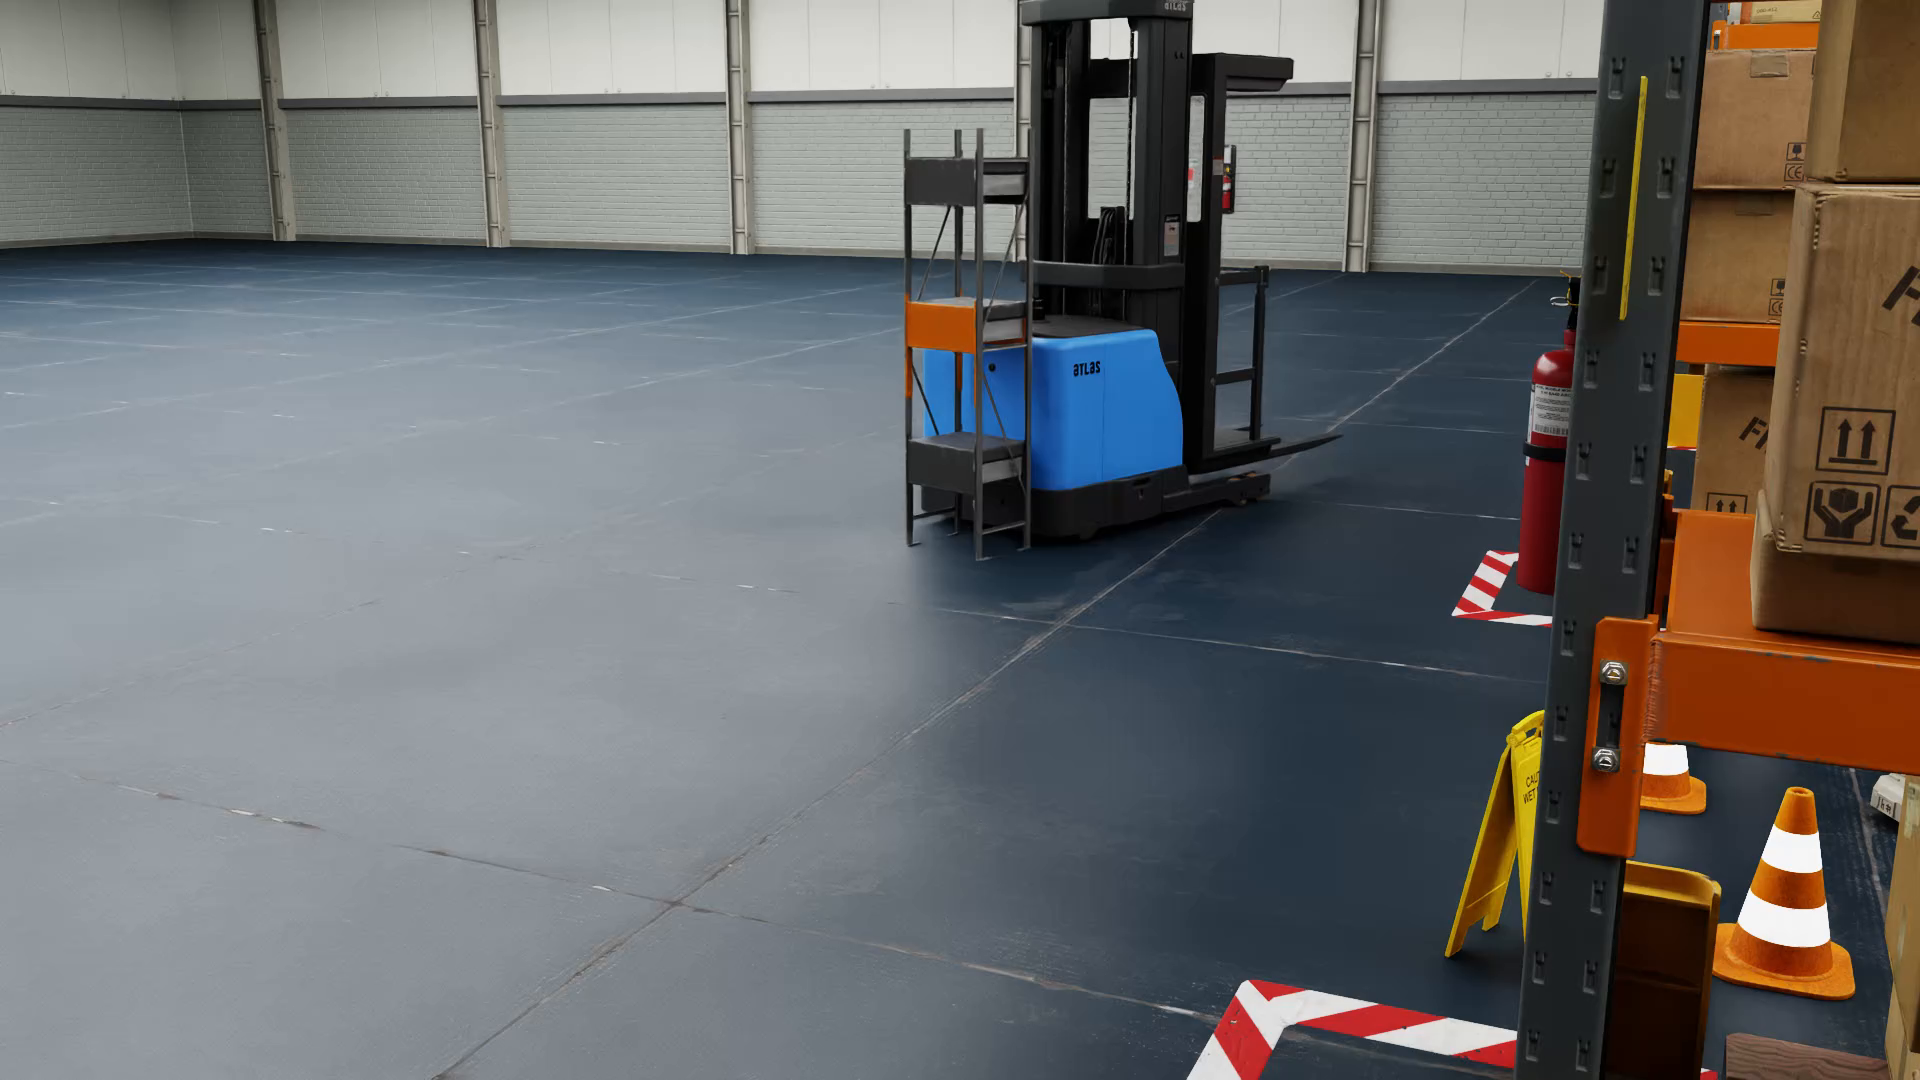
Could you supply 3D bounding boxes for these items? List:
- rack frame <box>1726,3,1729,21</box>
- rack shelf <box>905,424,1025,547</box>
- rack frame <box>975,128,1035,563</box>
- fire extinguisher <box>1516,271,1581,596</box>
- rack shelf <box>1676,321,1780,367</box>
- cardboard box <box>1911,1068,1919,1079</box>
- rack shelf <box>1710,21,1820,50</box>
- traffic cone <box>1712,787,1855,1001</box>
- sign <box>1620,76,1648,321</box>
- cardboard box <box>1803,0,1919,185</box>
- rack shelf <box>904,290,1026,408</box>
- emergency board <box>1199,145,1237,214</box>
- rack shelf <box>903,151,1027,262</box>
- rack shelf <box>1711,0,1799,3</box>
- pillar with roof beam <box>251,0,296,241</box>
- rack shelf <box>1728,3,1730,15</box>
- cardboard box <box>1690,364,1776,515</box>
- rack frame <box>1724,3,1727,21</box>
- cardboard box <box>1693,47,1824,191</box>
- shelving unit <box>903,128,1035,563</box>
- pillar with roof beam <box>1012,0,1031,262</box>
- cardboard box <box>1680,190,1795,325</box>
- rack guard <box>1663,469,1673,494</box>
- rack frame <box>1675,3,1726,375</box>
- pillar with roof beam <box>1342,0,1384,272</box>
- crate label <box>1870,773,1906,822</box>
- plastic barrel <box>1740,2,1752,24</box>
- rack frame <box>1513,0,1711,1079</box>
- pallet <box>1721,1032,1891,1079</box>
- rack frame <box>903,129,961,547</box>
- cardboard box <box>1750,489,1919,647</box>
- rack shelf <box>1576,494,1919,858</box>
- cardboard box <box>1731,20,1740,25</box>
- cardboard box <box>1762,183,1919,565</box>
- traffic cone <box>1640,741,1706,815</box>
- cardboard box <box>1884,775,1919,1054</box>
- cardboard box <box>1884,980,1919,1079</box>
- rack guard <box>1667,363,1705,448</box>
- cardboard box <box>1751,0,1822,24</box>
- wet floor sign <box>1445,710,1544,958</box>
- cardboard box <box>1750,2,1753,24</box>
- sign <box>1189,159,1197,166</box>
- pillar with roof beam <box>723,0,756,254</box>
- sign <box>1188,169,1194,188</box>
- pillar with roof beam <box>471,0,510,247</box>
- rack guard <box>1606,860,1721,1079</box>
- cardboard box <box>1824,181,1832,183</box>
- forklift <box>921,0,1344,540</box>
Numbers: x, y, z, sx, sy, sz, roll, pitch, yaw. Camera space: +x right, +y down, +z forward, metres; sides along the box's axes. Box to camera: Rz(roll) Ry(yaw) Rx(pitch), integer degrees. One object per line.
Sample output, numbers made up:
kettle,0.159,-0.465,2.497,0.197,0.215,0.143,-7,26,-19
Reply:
rack frame,9.180,-7.221,19.832,0.127,3.000,1.000,6,14,23
rack shelf,0.041,-0.287,8.504,0.480,0.518,0.431,12,18,42
rack frame,0.219,-0.944,8.179,0.015,2.100,0.400,12,18,42
fire extinguisher,1.233,-0.231,3.344,0.183,0.674,0.296,6,14,23
rack shelf,4.892,-0.670,6.619,4.000,0.370,1.077,6,14,23
cardboard box,1.776,1.104,2.581,0.500,0.250,0.500,6,14,23
rack shelf,6.993,-3.157,10.652,4.000,0.370,1.077,6,14,23
traffic cone,2.066,0.843,4.148,0.334,0.463,0.336,6,14,23
sign,0.931,-0.470,2.298,0.005,0.325,0.100,6,14,23
cardboard box,1.706,-0.841,2.713,0.500,0.500,0.700,5,14,22
rack shelf,0.041,-0.969,8.345,0.480,0.518,0.431,12,18,42
emergency board,4.444,-6.243,28.796,0.643,1.169,0.194,6,14,23
rack shelf,0.042,-1.650,8.186,0.480,0.518,0.431,12,18,42
rack shelf,4.892,-2.130,6.276,4.000,0.370,1.077,6,14,23
pillar with roof beam,-16.999,-10.249,32.734,0.400,9.000,9.100,6,14,23
rack shelf,13.012,-7.720,23.536,4.000,0.370,1.077,6,14,23
cardboard box,3.710,-0.326,7.312,0.875,0.875,0.875,6,14,24
rack frame,7.171,-6.187,15.424,0.127,3.000,1.000,6,14,23
cardboard box,3.387,-1.762,7.004,0.550,0.550,0.875,6,14,23
shelving unit,0.042,-0.982,8.342,0.503,2.100,0.431,12,18,42
pillar with roof beam,-0.541,-8.583,25.636,0.400,9.000,9.100,6,14,23
cardboard box,3.421,-1.254,7.202,0.550,0.550,0.875,6,14,23
rack guard,3.041,0.009,7.621,0.348,0.500,1.175,6,14,23
rack frame,5.165,-2.232,11.701,0.127,3.000,1.000,6,14,23
pillar with roof beam,4.944,-8.028,23.270,0.400,9.000,9.100,6,14,23
crate label,2.949,0.798,5.053,0.298,0.136,0.250,-1,13,-6
plastic barrel,7.666,-5.122,15.591,0.708,0.830,0.600,6,14,23
rack frame,1.151,-0.162,2.880,0.127,3.000,1.000,6,14,23
pallet,1.949,1.285,2.816,1.213,0.211,1.003,6,14,23
rack frame,-0.136,-1.020,8.505,0.015,2.100,0.400,12,18,42
cardboard box,1.377,0.035,2.590,0.250,0.149,0.380,6,14,23
rack shelf,2.979,0.373,2.173,4.000,0.370,1.077,6,14,23
cardboard box,11.437,-7.255,24.089,0.500,0.500,0.500,5,14,19
cardboard box,1.471,-0.254,2.401,0.500,0.500,0.500,6,14,22
traffic cone,2.205,0.580,5.270,0.334,0.463,0.336,6,14,23
cardboard box,1.989,0.627,2.976,0.500,0.500,0.500,6,14,24
cardboard box,2.021,0.993,3.057,0.500,0.250,0.500,6,14,23
rack guard,5.234,-1.008,11.956,0.348,0.500,1.175,6,14,23
cardboard box,5.500,-3.521,10.955,0.500,0.250,0.500,6,15,25
wet floor sign,1.410,0.743,4.176,0.232,0.644,0.267,12,18,42
cardboard box,5.708,-3.628,11.411,0.500,0.250,0.500,6,15,25
sign,3.981,-6.589,29.032,0.331,0.109,0.001,6,14,23
pillar with roof beam,-6.027,-9.139,28.002,0.400,9.000,9.100,6,14,23
sign,3.980,-6.334,29.102,0.234,0.329,0.001,6,14,23
pillar with roof beam,-11.513,-9.694,30.368,0.400,9.000,9.100,6,14,23
rack guard,1.220,1.062,3.135,0.348,0.500,1.175,6,14,23
cardboard box,1.758,-0.363,2.865,0.500,0.500,0.500,6,14,22
forklift,1.174,-1.694,9.557,1.130,2.935,3.031,13,18,43
